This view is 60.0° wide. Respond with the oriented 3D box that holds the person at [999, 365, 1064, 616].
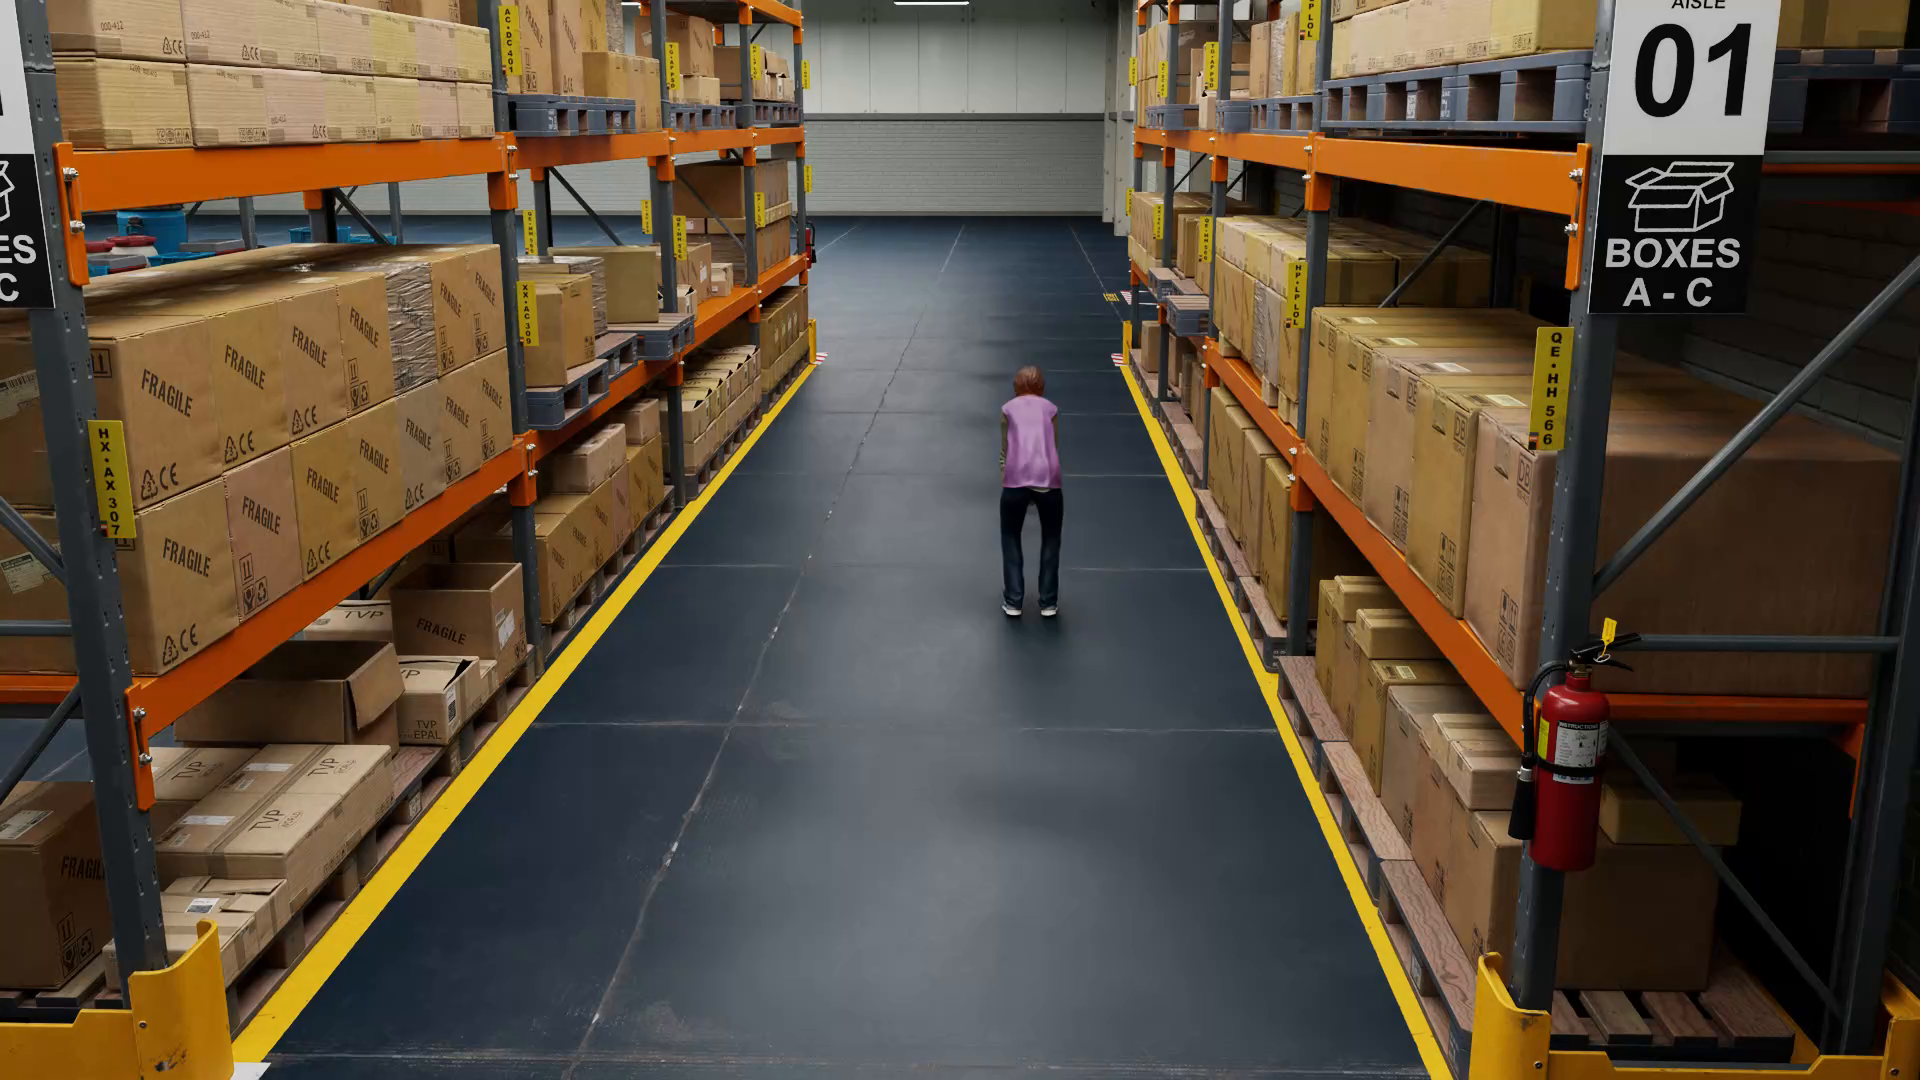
[{"bbox_3d":[0.426,-0.293,9.978,0.380,1.459,0.646,0,14,0],"label":"person"}]
